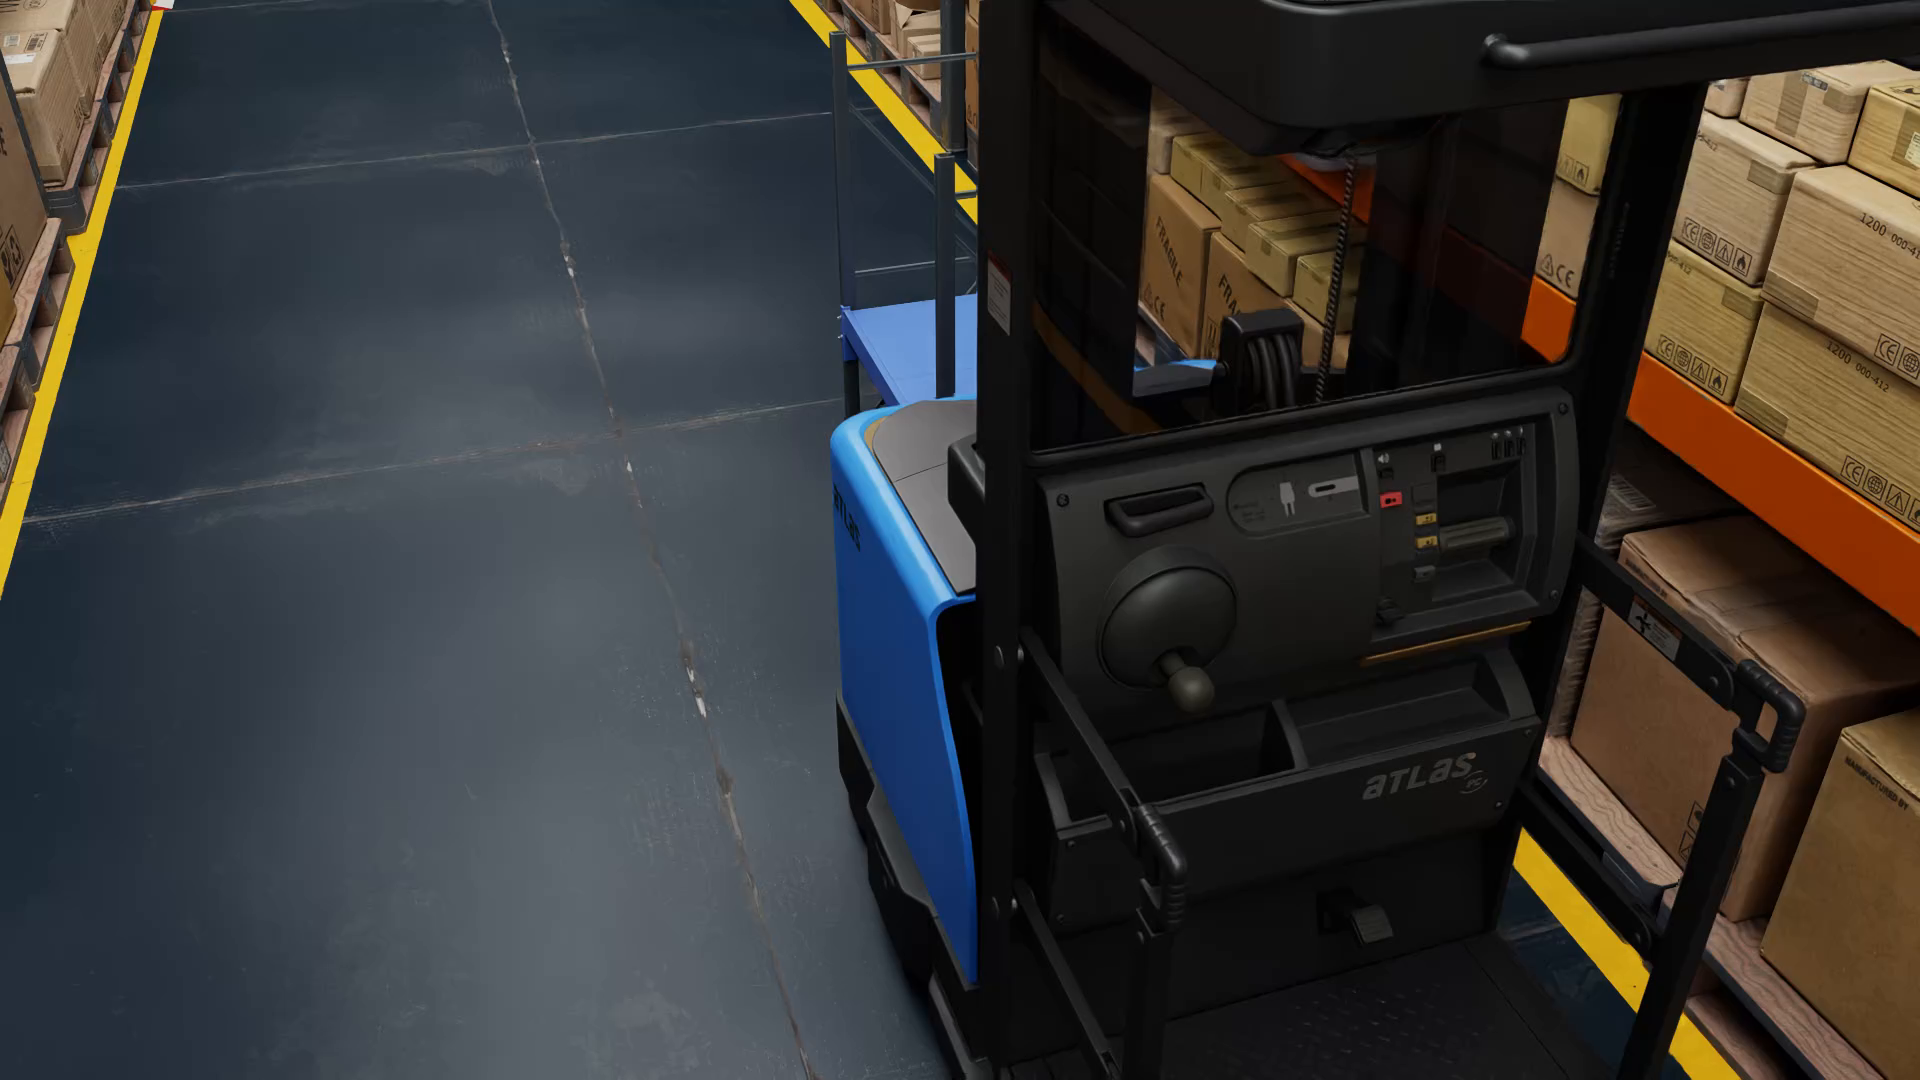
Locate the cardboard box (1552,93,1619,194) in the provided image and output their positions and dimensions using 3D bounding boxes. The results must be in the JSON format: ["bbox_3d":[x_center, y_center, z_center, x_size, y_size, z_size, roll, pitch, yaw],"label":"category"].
[{"bbox_3d":[1.499,-1.012,3.743,0.500,0.250,0.500,-10,35,-15],"label":"cardboard box"}]

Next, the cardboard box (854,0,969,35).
[{"bbox_3d":[-0.183,-3.139,9.166,0.700,0.500,0.500,-11,35,-17],"label":"cardboard box"}]

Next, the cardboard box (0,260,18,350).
[{"bbox_3d":[-3.777,-0.911,5.455,0.875,0.875,0.875,-9,35,-13],"label":"cardboard box"}]

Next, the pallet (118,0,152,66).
[{"bbox_3d":[-5.227,-2.938,9.504,1.003,0.211,1.213,-10,35,-15],"label":"pallet"}]

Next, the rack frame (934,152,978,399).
[{"bbox_3d":[0.181,-0.314,4.365,0.500,1.500,0.032,-10,35,-15],"label":"rack frame"}]

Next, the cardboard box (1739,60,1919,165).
[{"bbox_3d":[1.714,-0.834,3.112,0.380,0.149,0.250,-10,35,-14],"label":"cardboard box"}]

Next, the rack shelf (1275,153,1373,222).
[{"bbox_3d":[1.010,-1.894,6.048,1.077,0.370,4.000,-10,35,-15],"label":"rack shelf"}]

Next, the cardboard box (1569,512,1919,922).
[{"bbox_3d":[2.005,0.343,3.783,0.875,0.625,0.625,-9,34,-13],"label":"cardboard box"}]

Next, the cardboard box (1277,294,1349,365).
[{"bbox_3d":[1.287,-0.462,5.115,0.500,0.500,0.500,-9,35,-13],"label":"cardboard box"}]

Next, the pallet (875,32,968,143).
[{"bbox_3d":[0.192,-2.442,8.754,1.003,0.211,1.213,-10,35,-15],"label":"pallet"}]

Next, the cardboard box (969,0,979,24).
[{"bbox_3d":[0.256,-2.414,7.481,0.380,0.149,0.250,-8,34,-12],"label":"cardboard box"}]

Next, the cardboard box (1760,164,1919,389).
[{"bbox_3d":[1.817,-0.475,2.931,0.500,0.250,0.500,-11,35,-16],"label":"cardboard box"}]

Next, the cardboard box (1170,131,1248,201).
[{"bbox_3d":[0.964,-1.325,5.832,0.380,0.149,0.250,-11,35,-15],"label":"cardboard box"}]

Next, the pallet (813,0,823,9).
[{"bbox_3d":[-0.553,-3.723,10.692,1.003,0.211,1.213,-10,35,-15],"label":"pallet"}]

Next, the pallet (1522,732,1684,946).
[{"bbox_3d":[1.834,0.458,4.365,1.003,0.211,1.213,-10,35,-15],"label":"pallet"}]

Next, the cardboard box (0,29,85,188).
[{"bbox_3d":[-4.415,-1.862,7.289,0.875,0.438,0.875,-11,35,-15],"label":"cardboard box"}]

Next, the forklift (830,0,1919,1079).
[{"bbox_3d":[0.649,0.074,2.480,1.130,2.935,3.031,-11,35,-16],"label":"forklift"}]

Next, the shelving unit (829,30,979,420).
[{"bbox_3d":[0.026,-0.581,4.769,0.538,1.500,1.048,-10,35,-15],"label":"shelving unit"}]

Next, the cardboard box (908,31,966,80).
[{"bbox_3d":[-0.049,-2.473,8.477,0.380,0.149,0.250,-11,35,-16],"label":"cardboard box"}]

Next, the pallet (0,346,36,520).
[{"bbox_3d":[-3.643,-0.210,5.377,1.003,0.211,1.213,-10,35,-15],"label":"pallet"}]

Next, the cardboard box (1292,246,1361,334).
[{"bbox_3d":[1.229,-0.764,4.983,0.380,0.149,0.250,-12,35,-17],"label":"cardboard box"}]

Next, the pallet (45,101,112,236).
[{"bbox_3d":[-4.483,-1.657,7.566,1.003,0.211,1.213,-10,35,-15],"label":"pallet"}]

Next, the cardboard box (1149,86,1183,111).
[{"bbox_3d":[0.824,-1.602,6.252,0.380,0.149,0.250,-10,35,-15],"label":"cardboard box"}]

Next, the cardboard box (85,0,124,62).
[{"bbox_3d":[-4.962,-2.805,8.718,0.875,0.438,0.875,-9,35,-13],"label":"cardboard box"}]

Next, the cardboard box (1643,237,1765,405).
[{"bbox_3d":[1.672,-0.543,3.486,0.500,0.250,0.500,-11,35,-16],"label":"cardboard box"}]

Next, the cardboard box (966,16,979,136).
[{"bbox_3d":[0.334,-2.085,7.571,0.500,0.500,0.500,-9,34,-13],"label":"cardboard box"}]

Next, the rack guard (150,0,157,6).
[{"bbox_3d":[-5.553,-3.477,10.059,1.175,0.500,0.348,-10,35,-15],"label":"rack guard"}]

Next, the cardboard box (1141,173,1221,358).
[{"bbox_3d":[0.982,-1.001,5.931,0.500,0.500,0.500,-9,34,-13],"label":"cardboard box"}]

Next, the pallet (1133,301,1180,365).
[{"bbox_3d":[1.060,-1.019,6.600,1.003,0.211,1.213,-10,35,-15],"label":"pallet"}]

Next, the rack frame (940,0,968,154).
[{"bbox_3d":[0.400,-3.244,7.439,1.000,3.000,0.127,-10,35,-15],"label":"rack frame"}]

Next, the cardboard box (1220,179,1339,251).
[{"bbox_3d":[1.078,-1.048,5.413,0.380,0.149,0.250,-11,35,-16],"label":"cardboard box"}]
